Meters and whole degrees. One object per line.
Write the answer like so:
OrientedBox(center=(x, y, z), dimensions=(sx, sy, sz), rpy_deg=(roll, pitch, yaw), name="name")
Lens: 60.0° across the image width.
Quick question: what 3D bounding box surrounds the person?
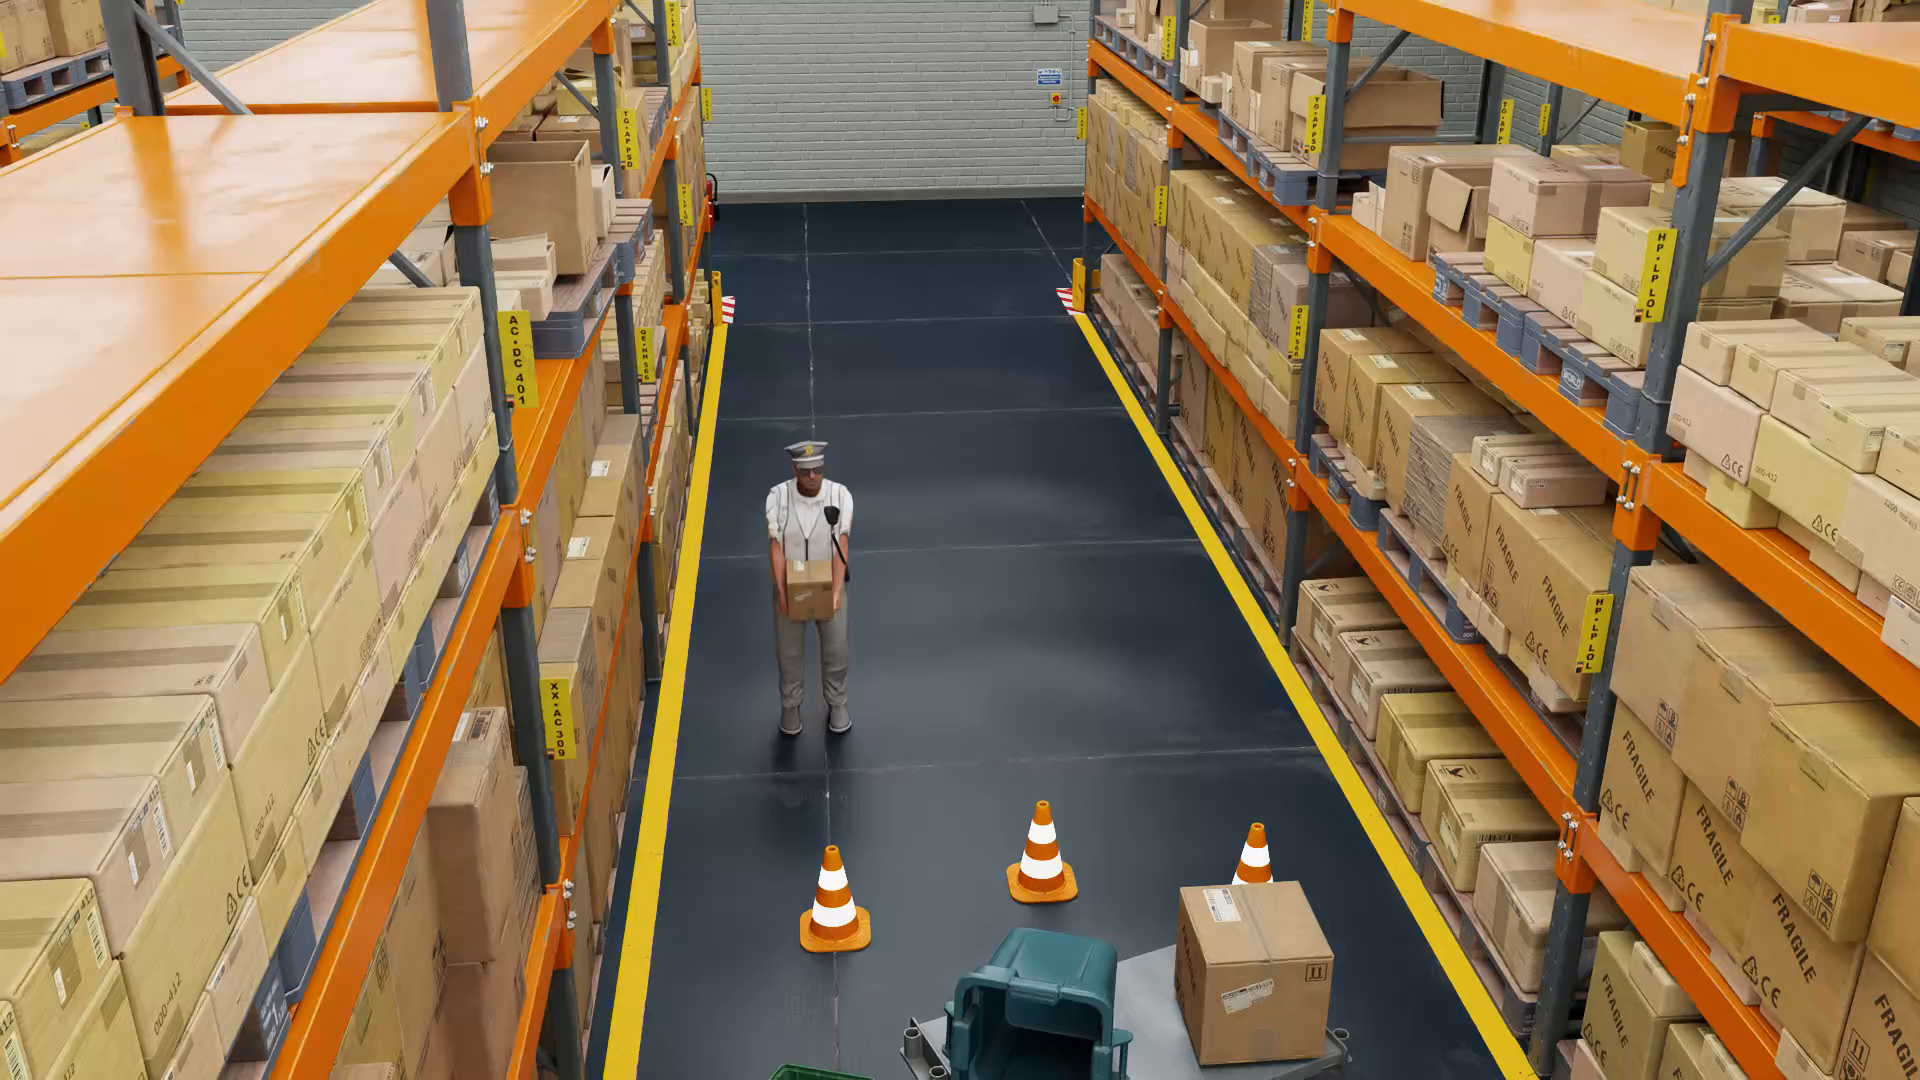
OrientedBox(center=(-0.836, 0.281, 9.434), dimensions=(0.490, 1.770, 0.574), rpy_deg=(-3, 24, -6), name="person")
